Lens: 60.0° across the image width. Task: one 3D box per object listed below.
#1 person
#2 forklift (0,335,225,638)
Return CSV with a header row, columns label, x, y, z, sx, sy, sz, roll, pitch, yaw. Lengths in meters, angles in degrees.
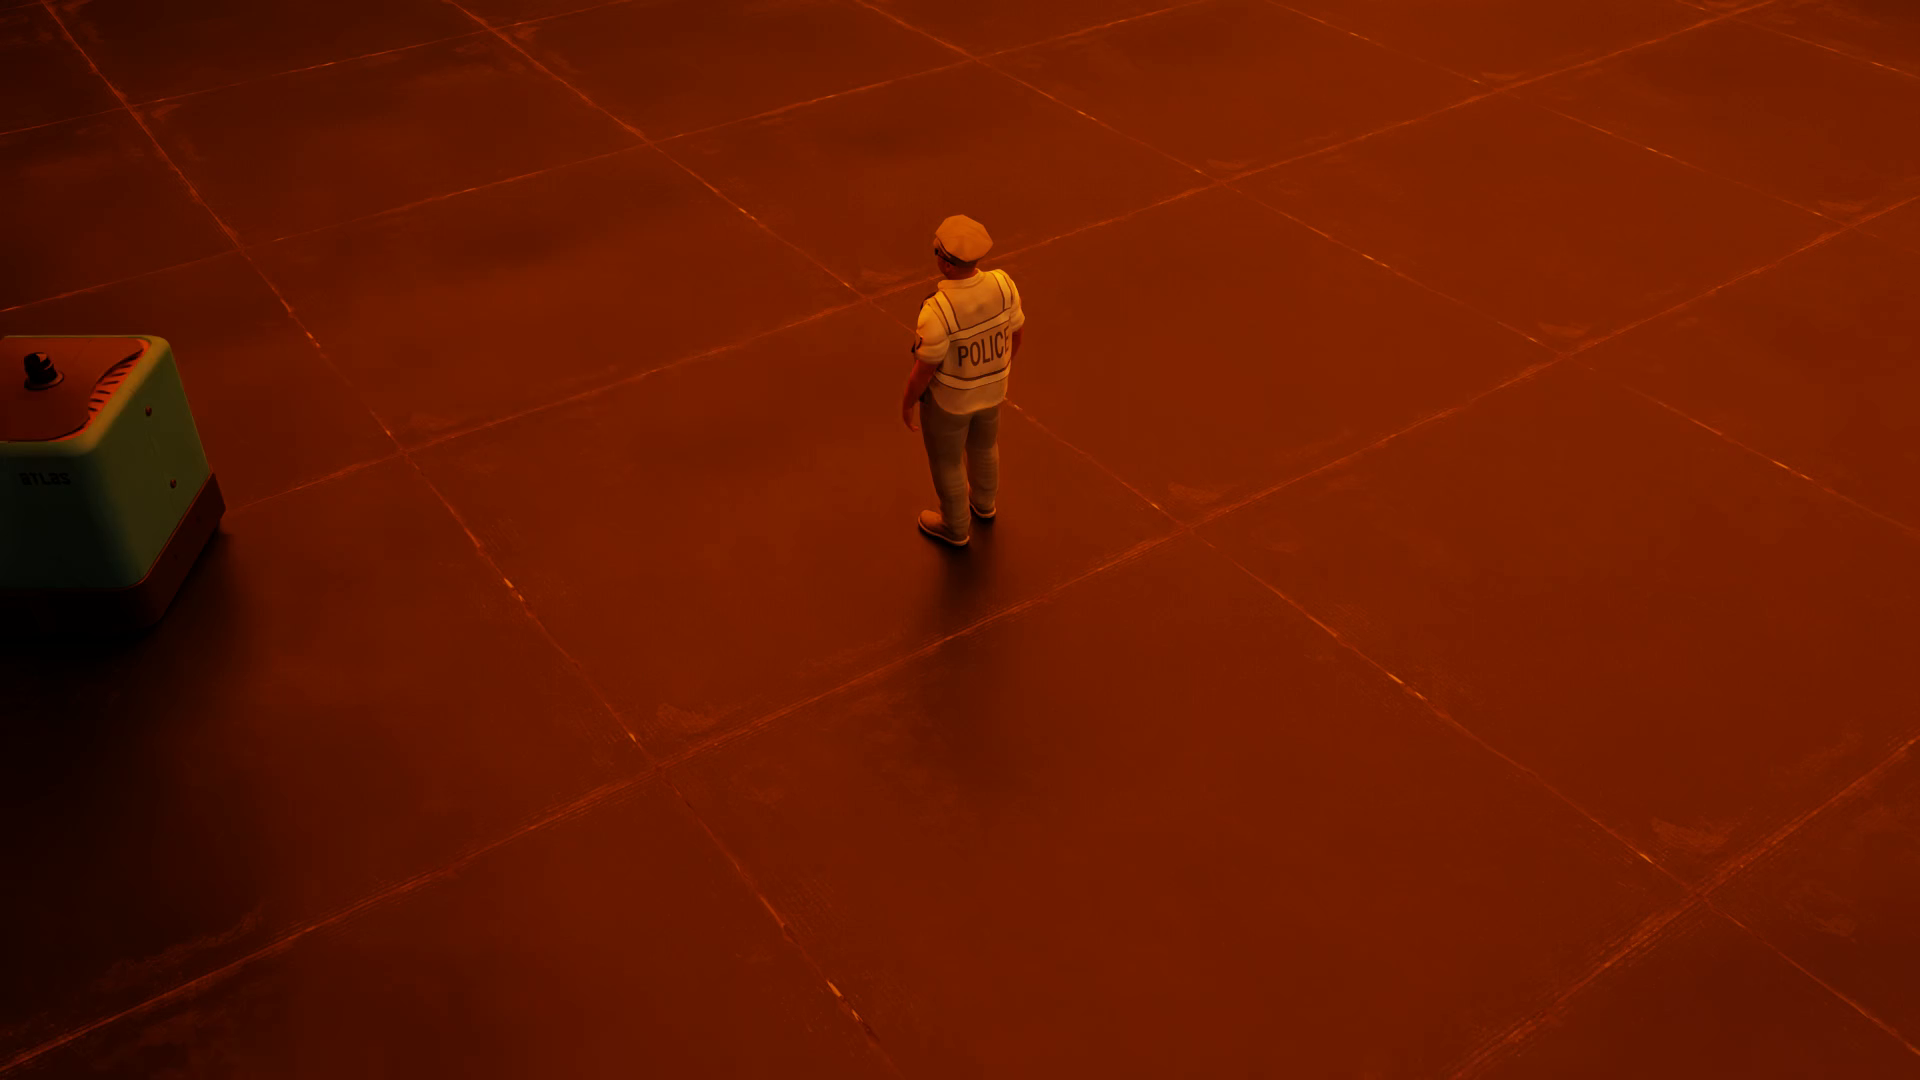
label,x,y,z,sx,sy,sz,roll,pitch,yaw
person,-0.035,-0.764,7.932,0.640,1.781,0.575,-23,42,-28
forklift,-5.262,-1.004,7.303,3.031,2.935,1.130,0,36,0
